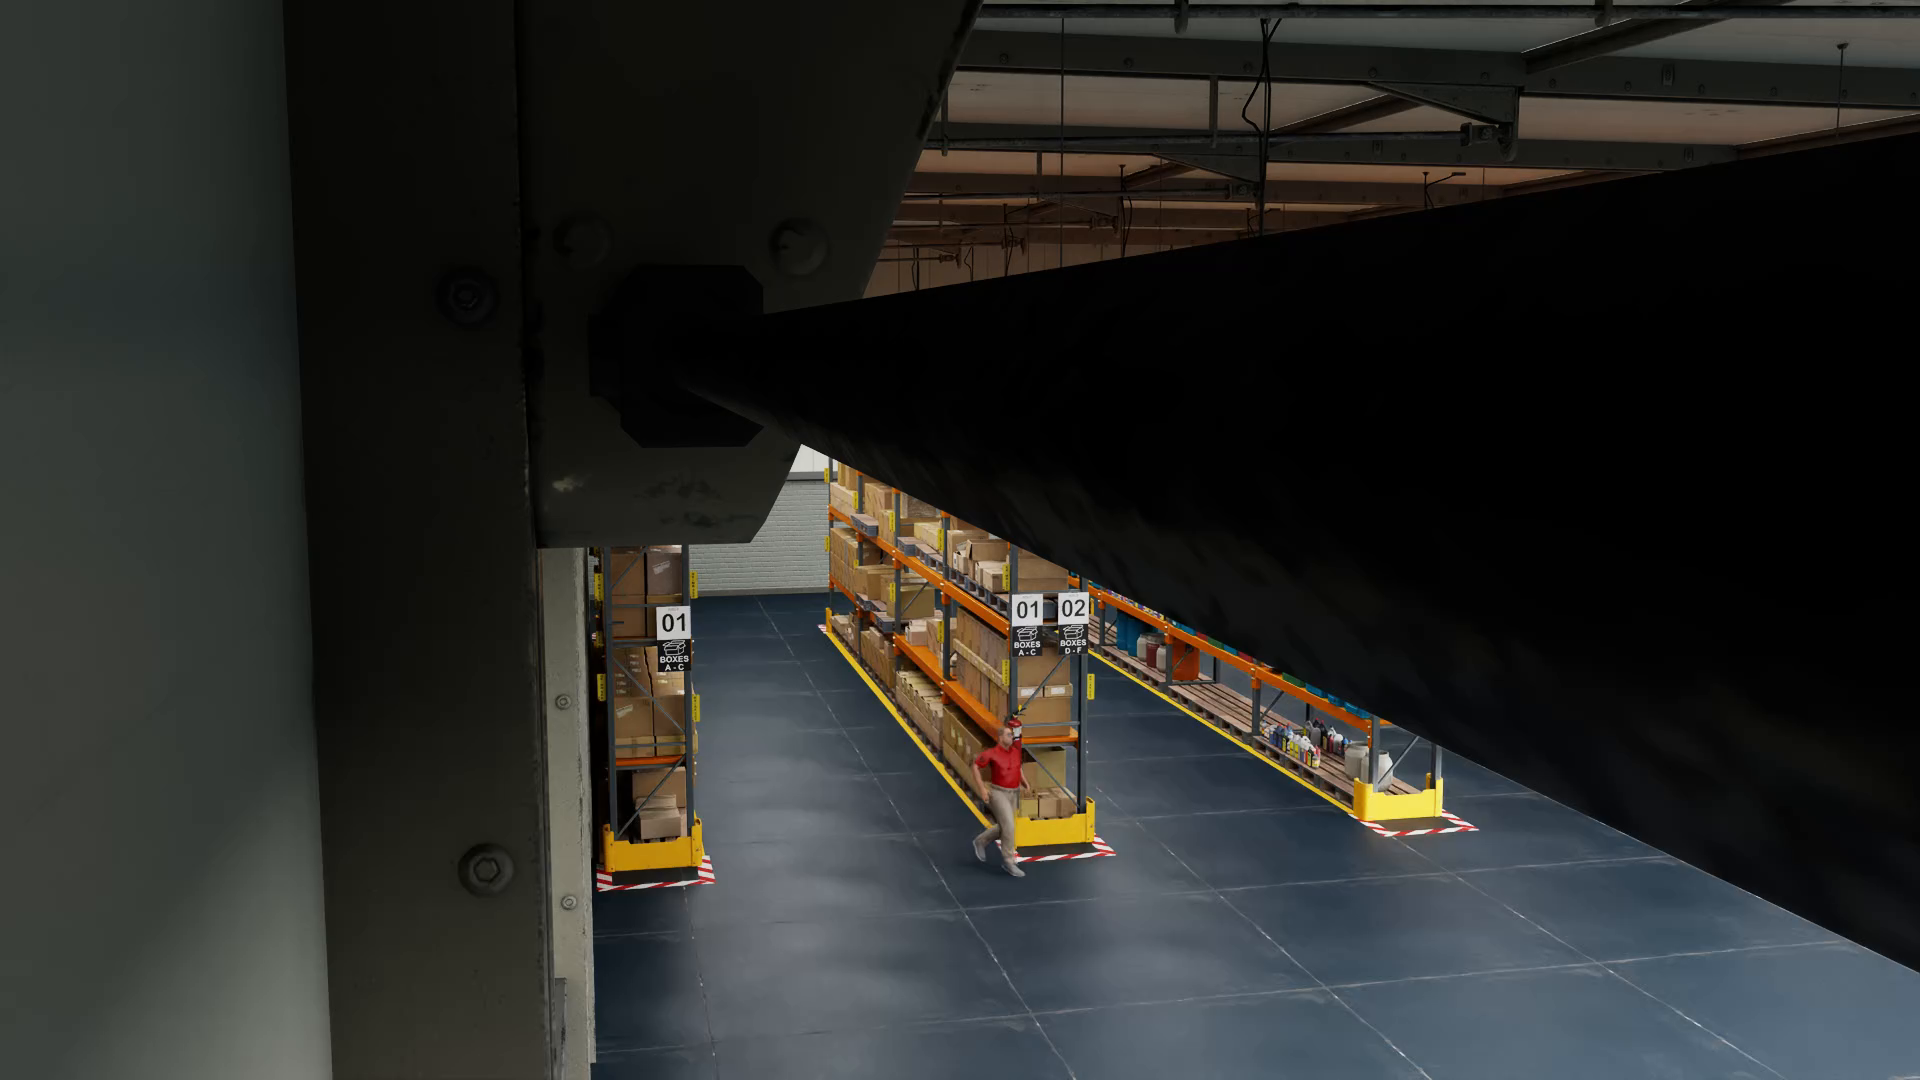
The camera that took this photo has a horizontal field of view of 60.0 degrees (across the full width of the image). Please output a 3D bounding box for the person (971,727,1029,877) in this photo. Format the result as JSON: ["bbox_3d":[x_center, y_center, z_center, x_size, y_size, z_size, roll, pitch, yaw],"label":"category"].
[{"bbox_3d":[0.553,3.119,20.063,0.817,1.717,0.700,6,9,40],"label":"person"}]
